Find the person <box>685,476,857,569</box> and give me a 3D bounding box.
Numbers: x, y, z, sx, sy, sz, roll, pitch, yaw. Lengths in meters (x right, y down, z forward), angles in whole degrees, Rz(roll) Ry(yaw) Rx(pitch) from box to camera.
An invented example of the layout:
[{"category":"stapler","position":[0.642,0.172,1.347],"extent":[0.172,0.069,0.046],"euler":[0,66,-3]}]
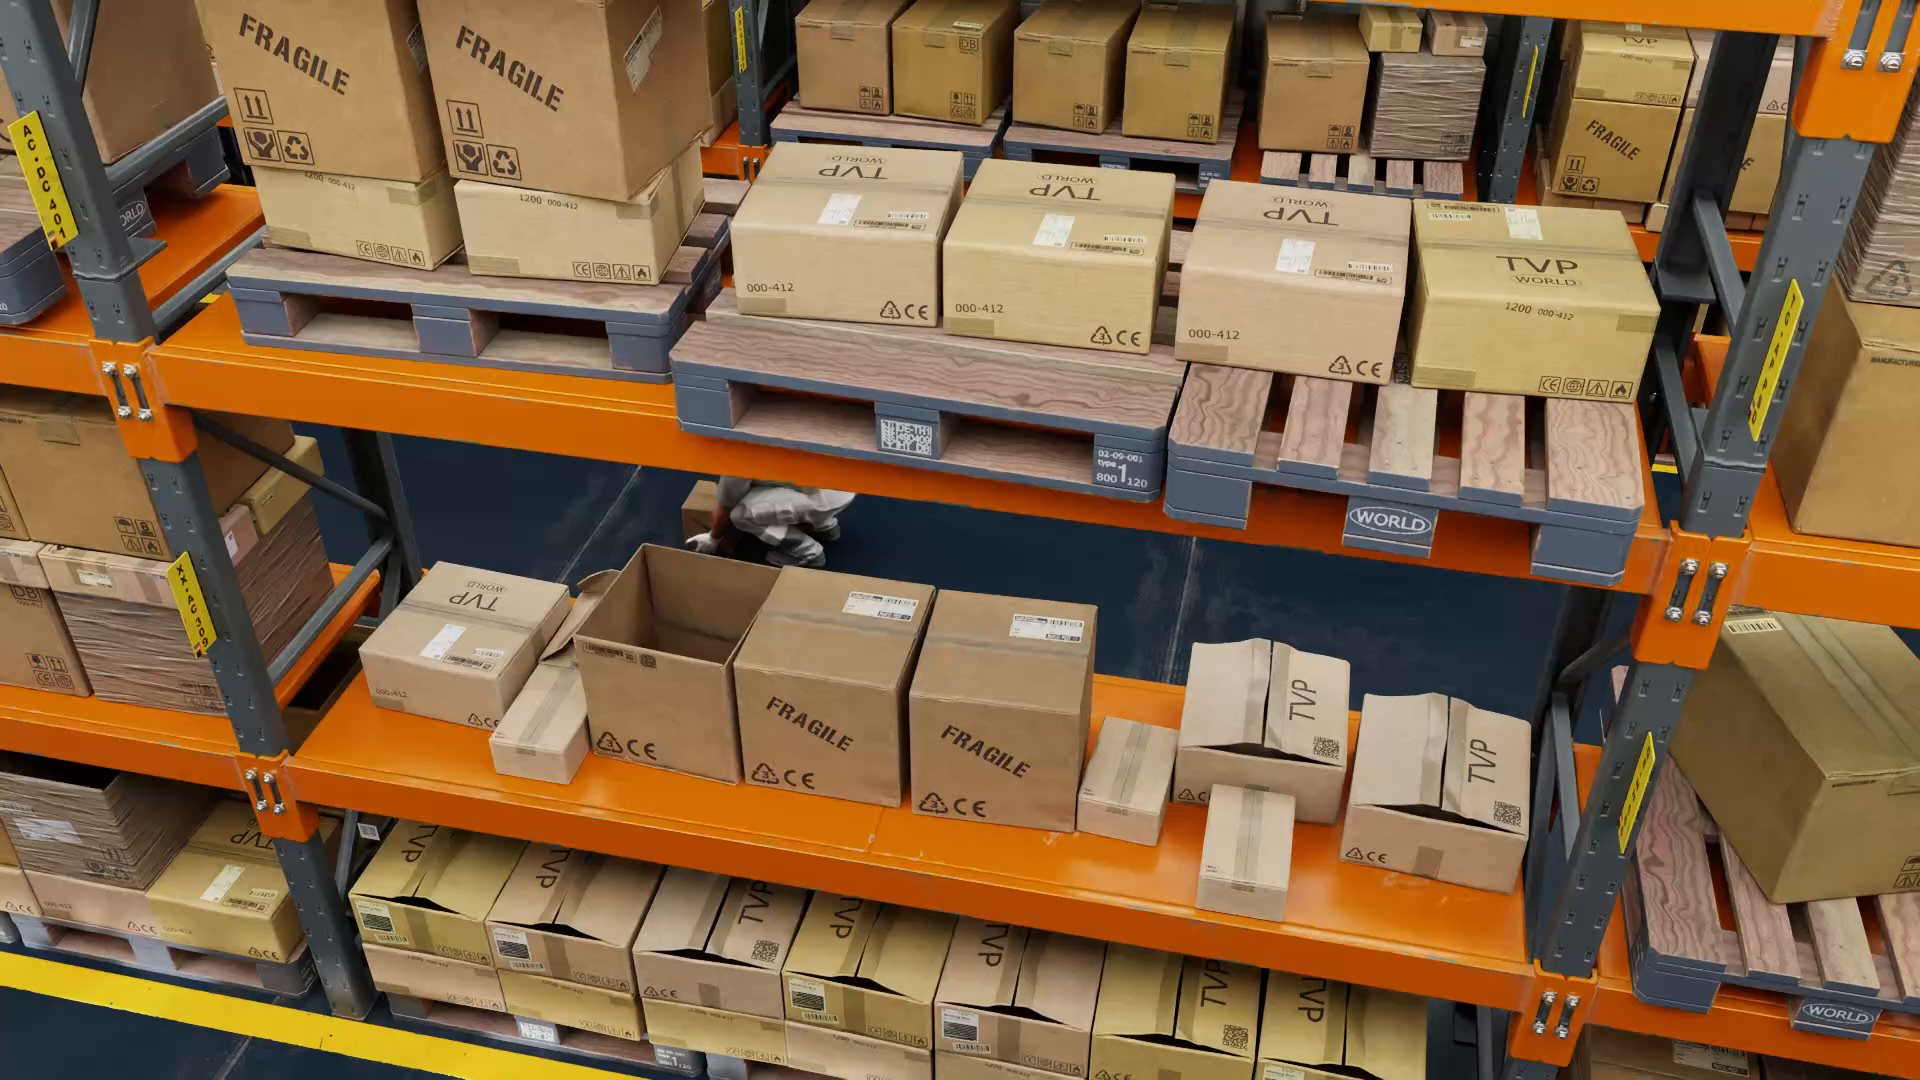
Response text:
[{"category":"person","position":[-0.932,-0.281,8.188],"extent":[0.901,0.878,0.553],"euler":[7,37,10]}]
